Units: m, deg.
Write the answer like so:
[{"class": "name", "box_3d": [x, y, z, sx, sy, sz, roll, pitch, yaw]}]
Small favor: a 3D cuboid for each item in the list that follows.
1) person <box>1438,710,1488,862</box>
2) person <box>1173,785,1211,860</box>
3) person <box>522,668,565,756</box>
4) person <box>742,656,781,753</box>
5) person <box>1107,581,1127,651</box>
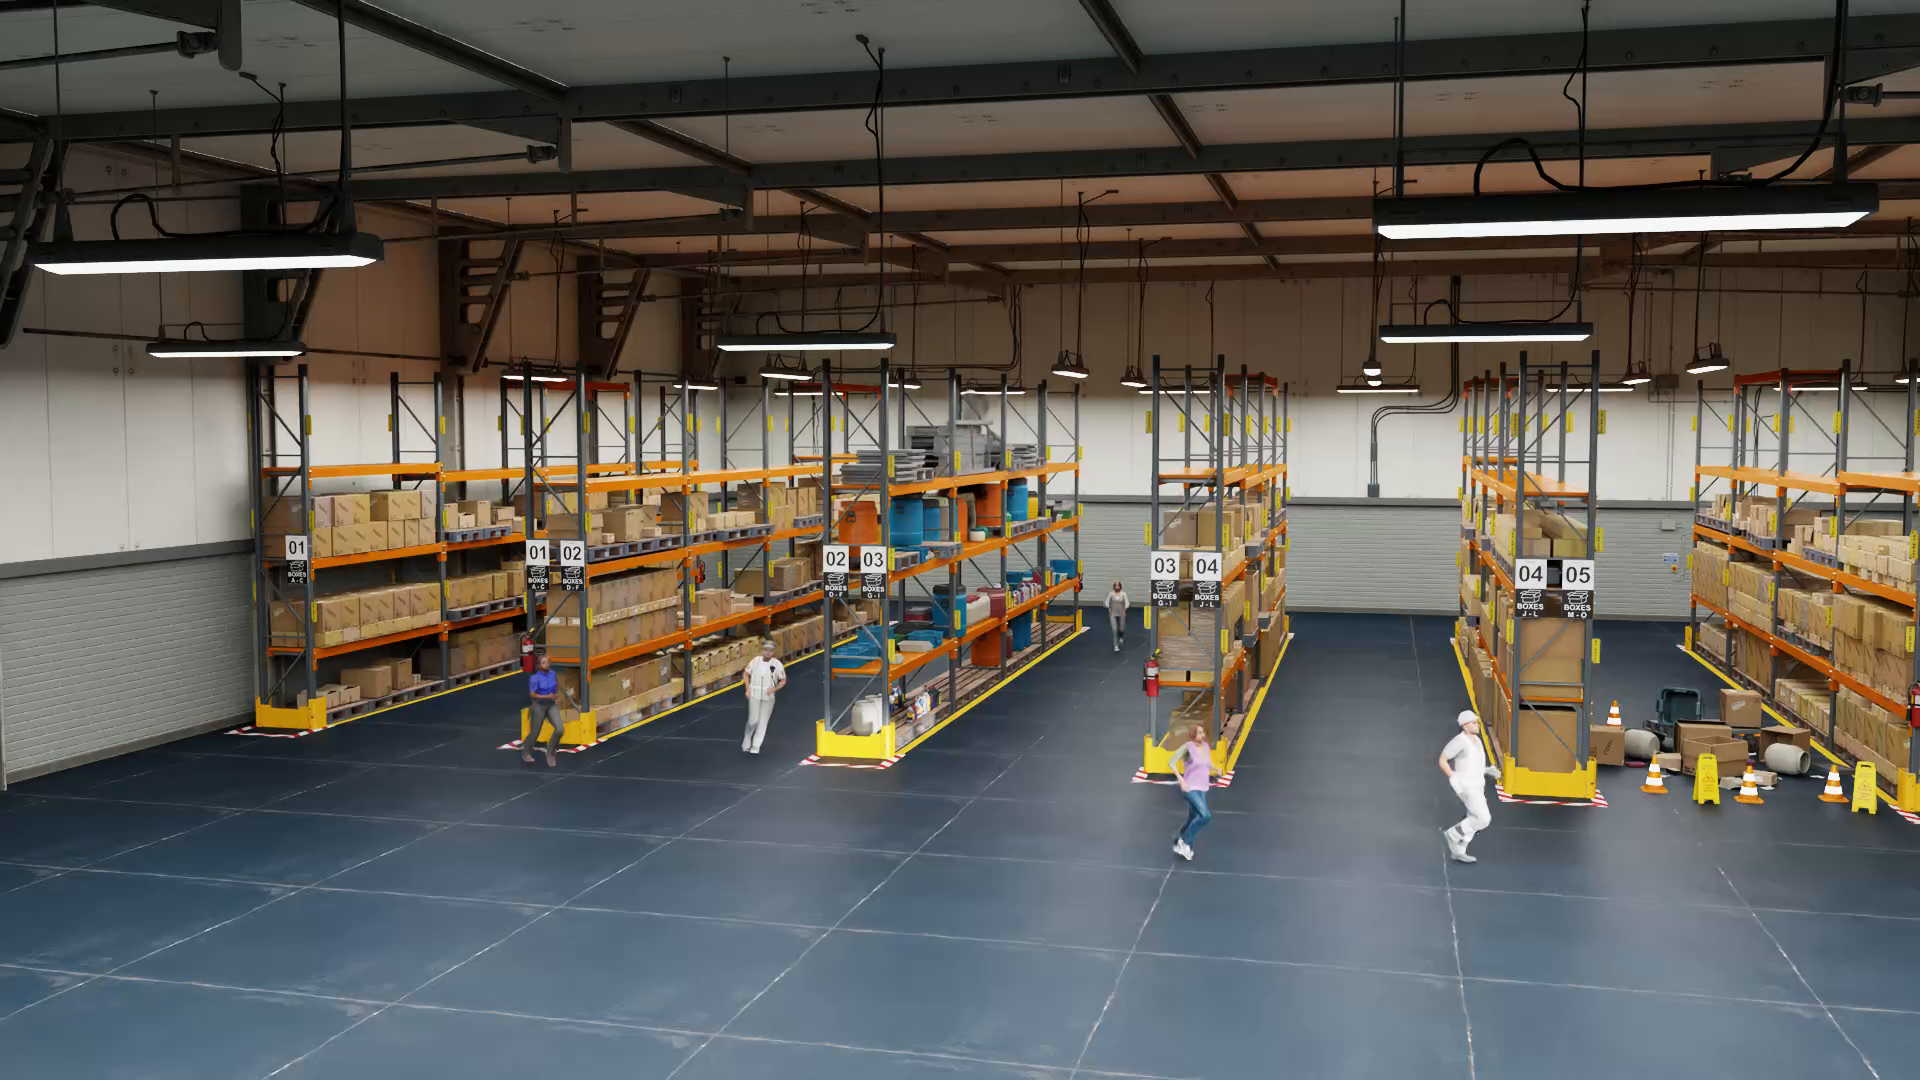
[{"class": "person", "box_3d": [5.788, 2.814, 19.012, 0.407, 1.740, 0.650, 3, 5, 42]}, {"class": "person", "box_3d": [2.702, 3.210, 19.197, 0.335, 0.932, 0.549, -4, 5, -42]}, {"class": "person", "box_3d": [-6.109, 2.527, 24.373, 0.539, 1.324, 0.737, -4, 5, -43]}, {"class": "person", "box_3d": [-3.036, 2.517, 25.431, 0.610, 1.471, 0.398, 0, 4, -5]}, {"class": "person", "box_3d": [3.481, 1.681, 36.926, 0.495, 1.549, 0.563, 0, 4, 6]}]
